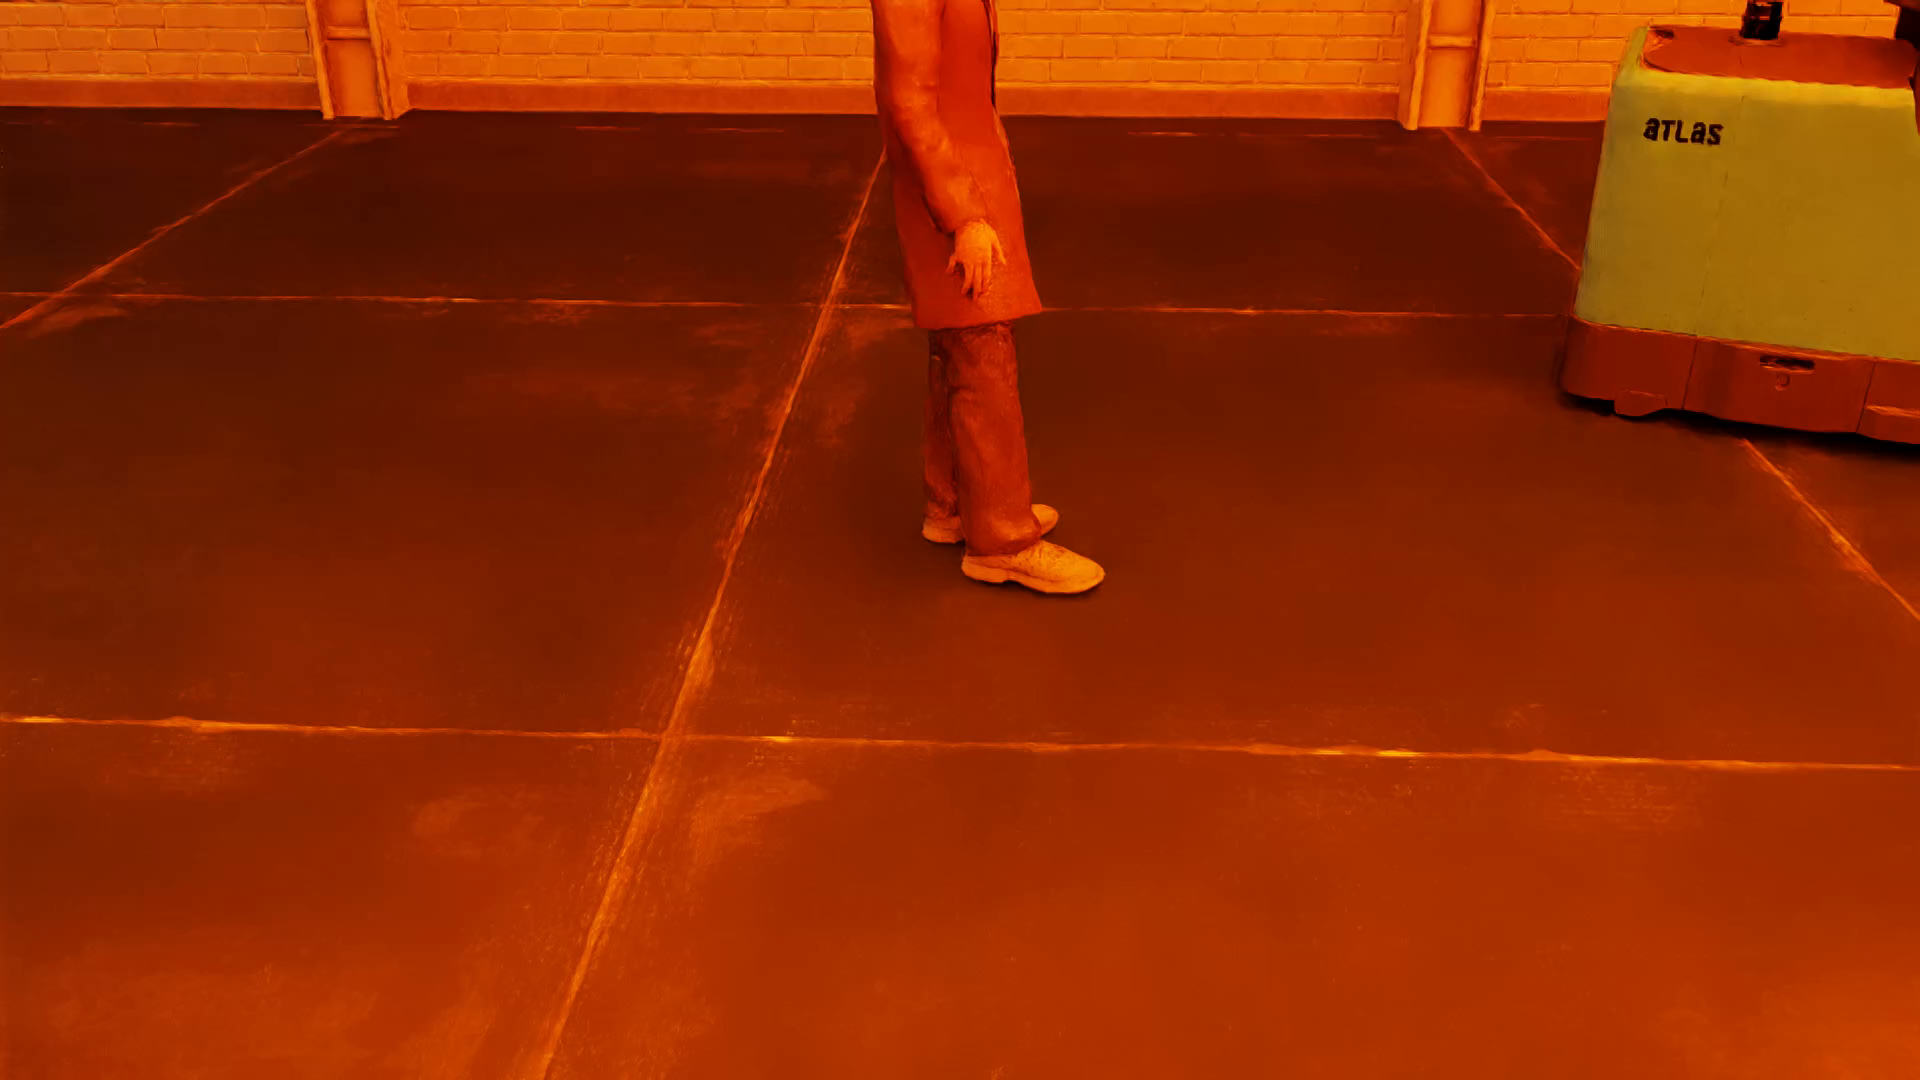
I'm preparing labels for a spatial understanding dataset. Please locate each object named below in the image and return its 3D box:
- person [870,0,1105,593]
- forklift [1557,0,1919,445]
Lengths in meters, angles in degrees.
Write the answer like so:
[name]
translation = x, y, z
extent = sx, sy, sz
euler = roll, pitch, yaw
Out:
[person]
translation = 0.091, -0.800, 4.117
extent = 0.580, 1.776, 0.694
euler = 1, 26, 2
[forklift]
translation = 3.499, -1.676, 4.606
extent = 3.031, 2.935, 1.130
euler = 10, 28, 20
